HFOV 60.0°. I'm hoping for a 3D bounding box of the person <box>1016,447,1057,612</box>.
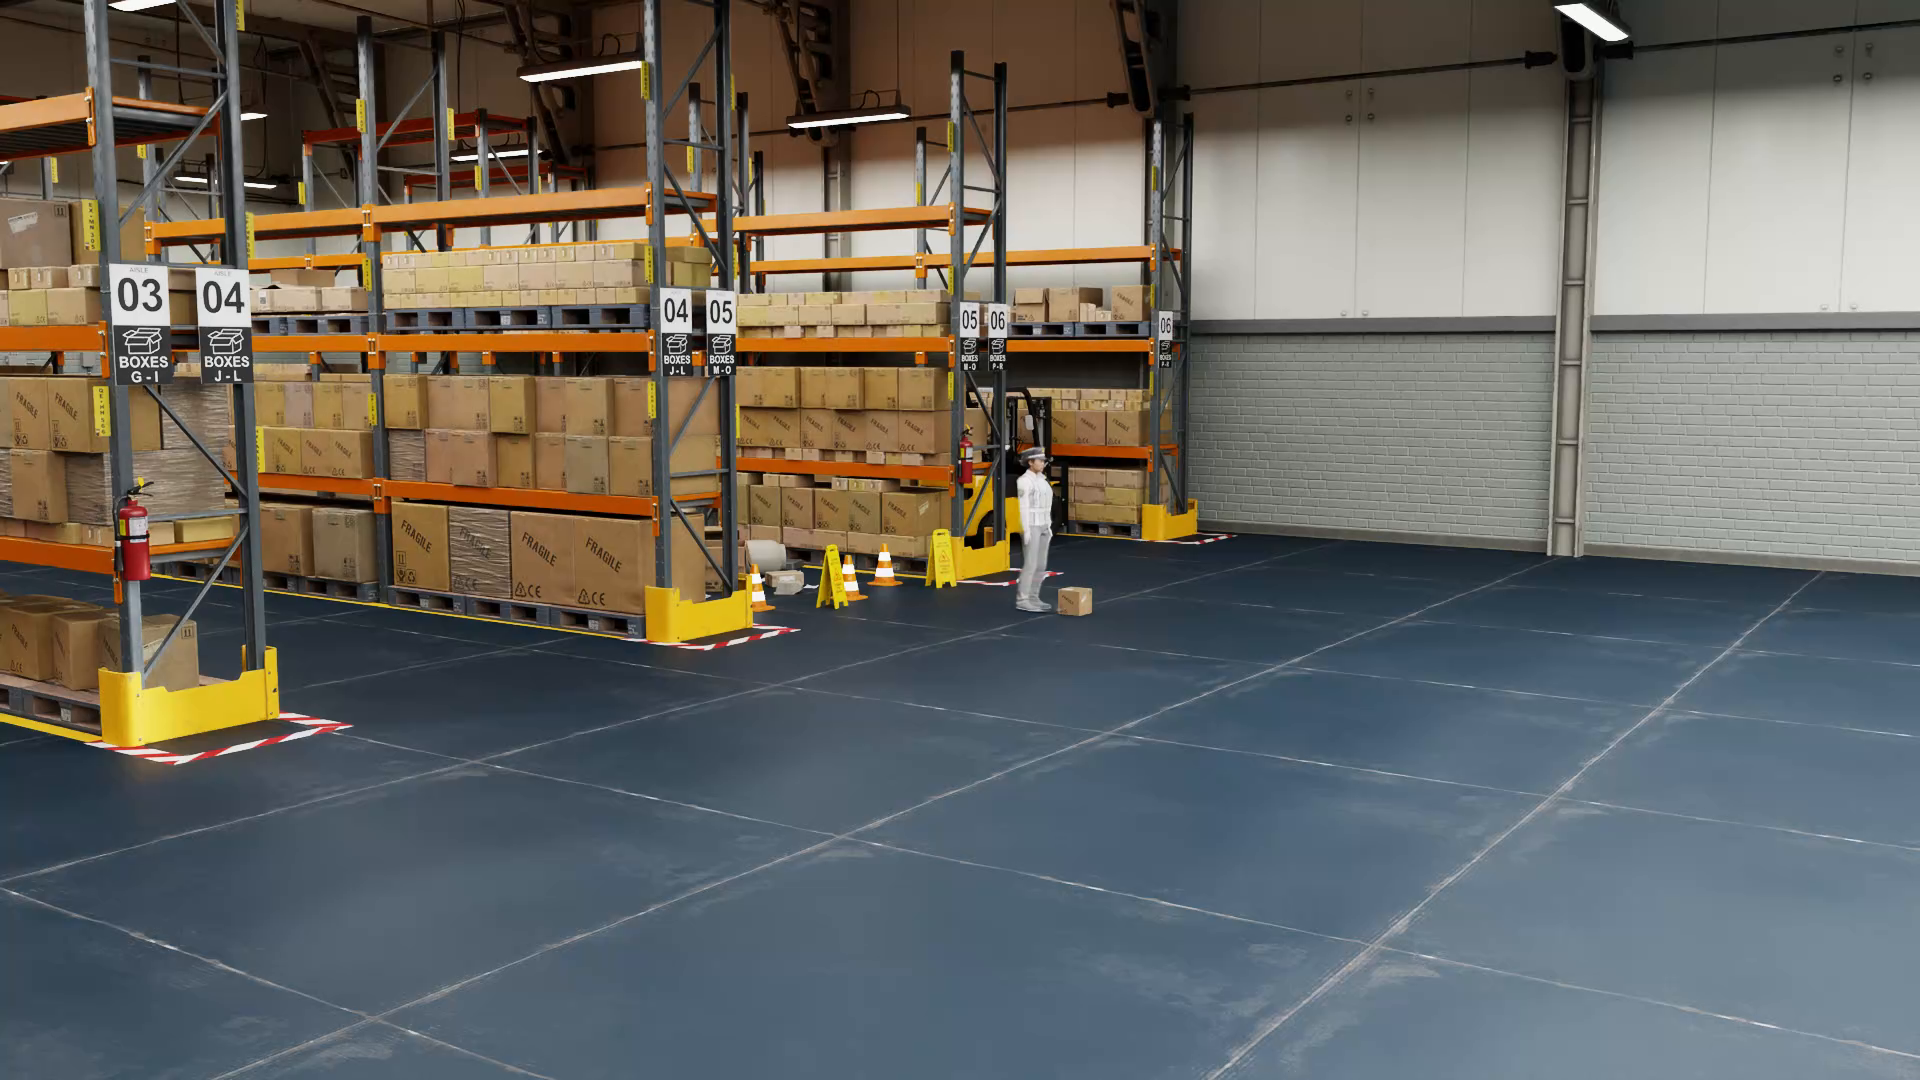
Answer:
[{"bbox_3d":[0.778,-0.115,16.985,0.338,1.680,0.466,4,8,35],"label":"person"}]
